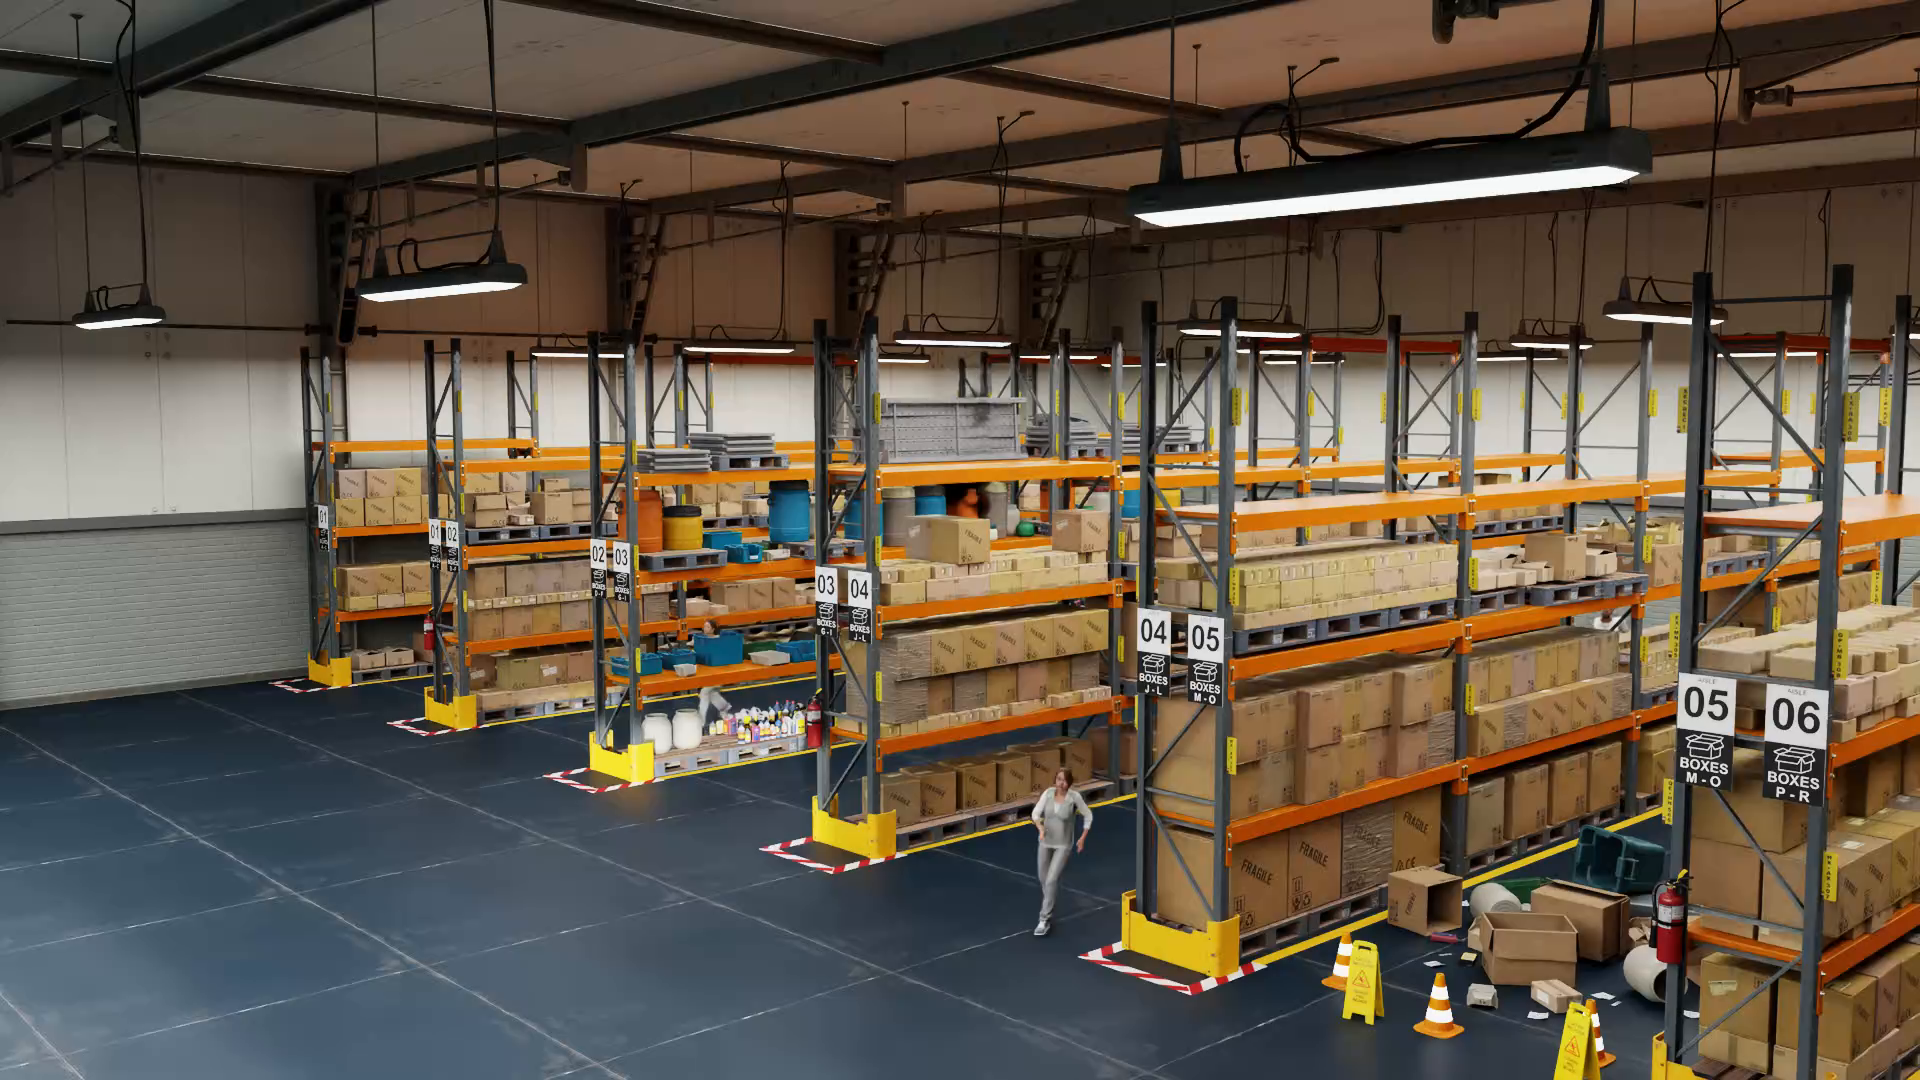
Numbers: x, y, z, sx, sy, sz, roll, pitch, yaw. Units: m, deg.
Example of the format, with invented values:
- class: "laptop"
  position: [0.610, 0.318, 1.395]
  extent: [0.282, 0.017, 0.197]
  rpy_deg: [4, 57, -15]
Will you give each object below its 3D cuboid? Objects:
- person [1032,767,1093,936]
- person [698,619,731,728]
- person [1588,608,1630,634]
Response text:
- class: "person"
  position: [0.979, 2.963, 16.084]
  extent: [0.594, 1.590, 0.777]
  rpy_deg: [2, 5, 20]
- class: "person"
  position: [-3.862, 2.045, 25.674]
  extent: [0.564, 1.652, 0.970]
  rpy_deg: [4, 6, 38]
- class: "person"
  position: [10.731, 1.881, 27.596]
  extent: [0.703, 1.741, 0.570]
  rpy_deg: [4, 6, 37]
